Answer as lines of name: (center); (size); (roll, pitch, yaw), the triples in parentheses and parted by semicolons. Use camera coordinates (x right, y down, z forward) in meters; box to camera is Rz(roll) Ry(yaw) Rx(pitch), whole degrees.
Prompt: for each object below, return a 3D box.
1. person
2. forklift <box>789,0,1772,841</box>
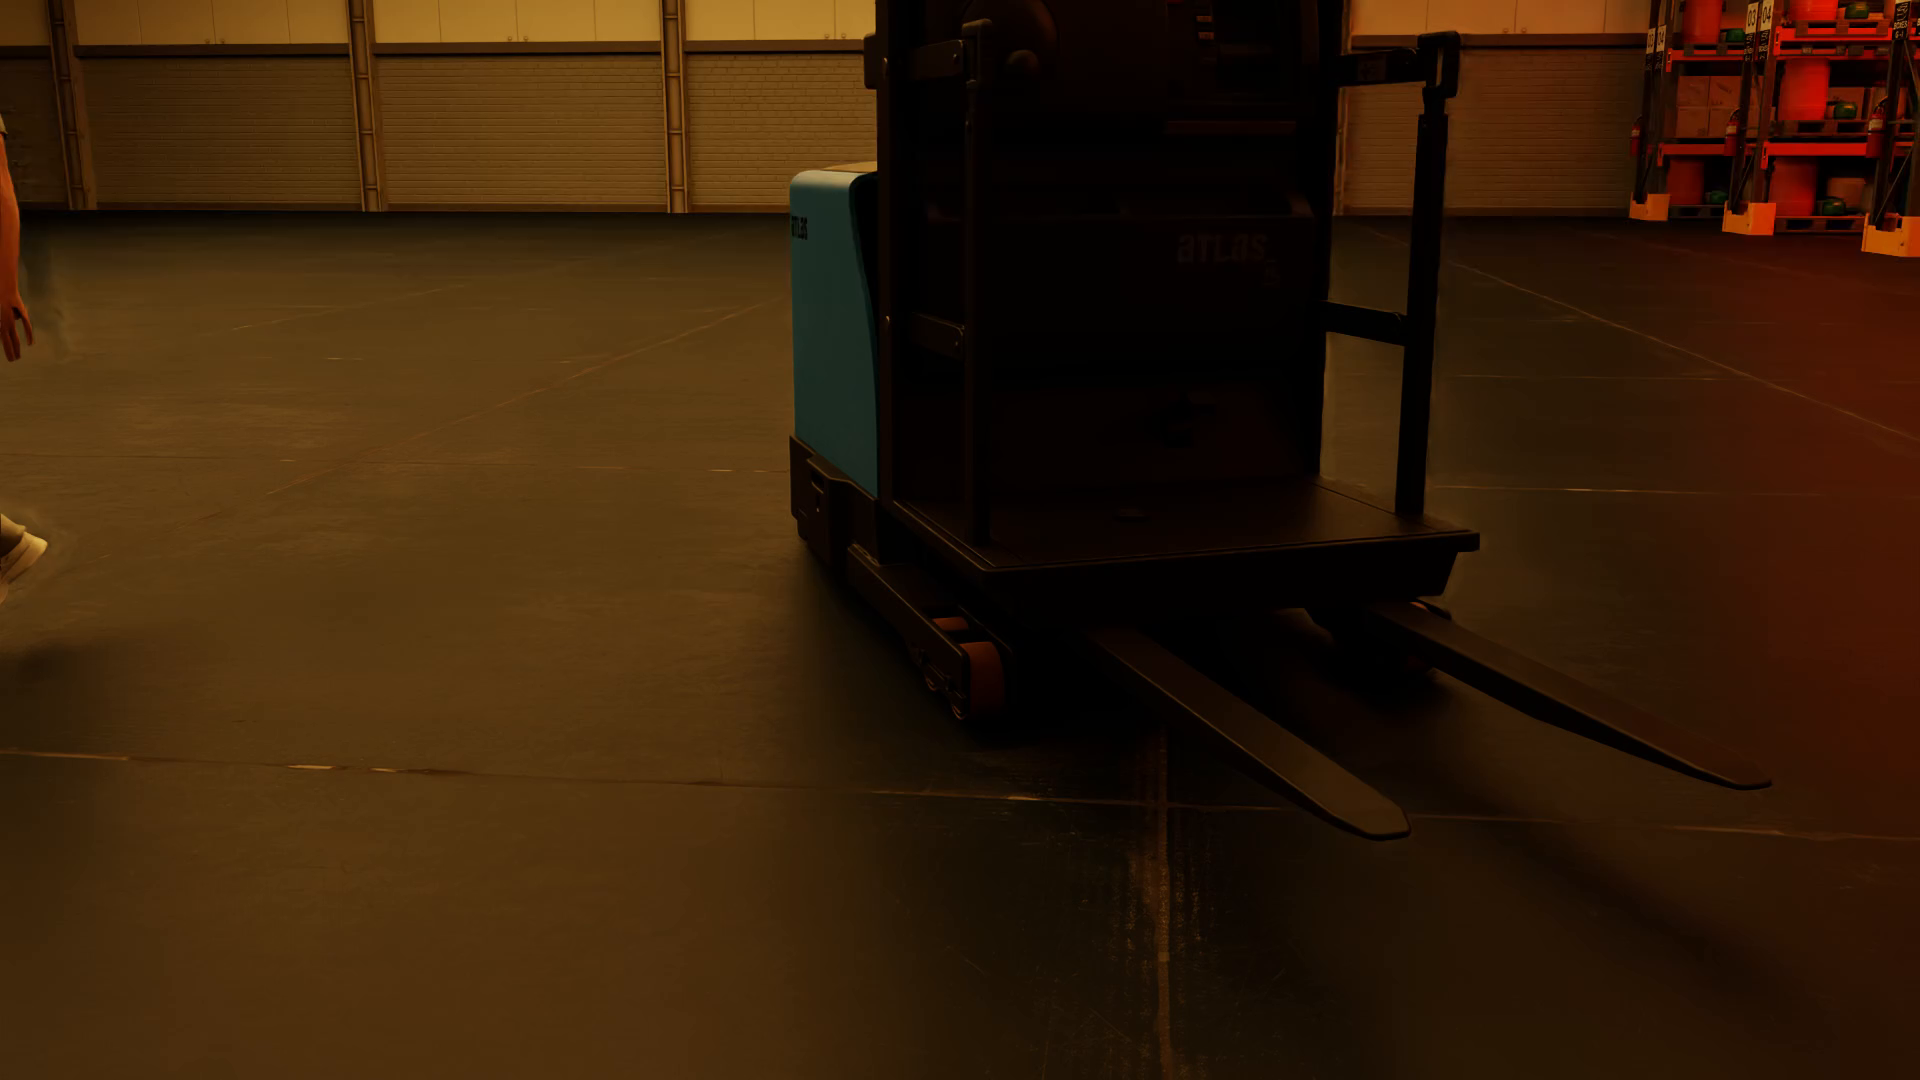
person: (-2.258, -0.499, 3.522); (0.557, 1.630, 0.616); (-13, 18, -43)
forklift: (0.425, -1.160, 3.469); (1.130, 2.935, 3.031); (-4, 14, -17)
